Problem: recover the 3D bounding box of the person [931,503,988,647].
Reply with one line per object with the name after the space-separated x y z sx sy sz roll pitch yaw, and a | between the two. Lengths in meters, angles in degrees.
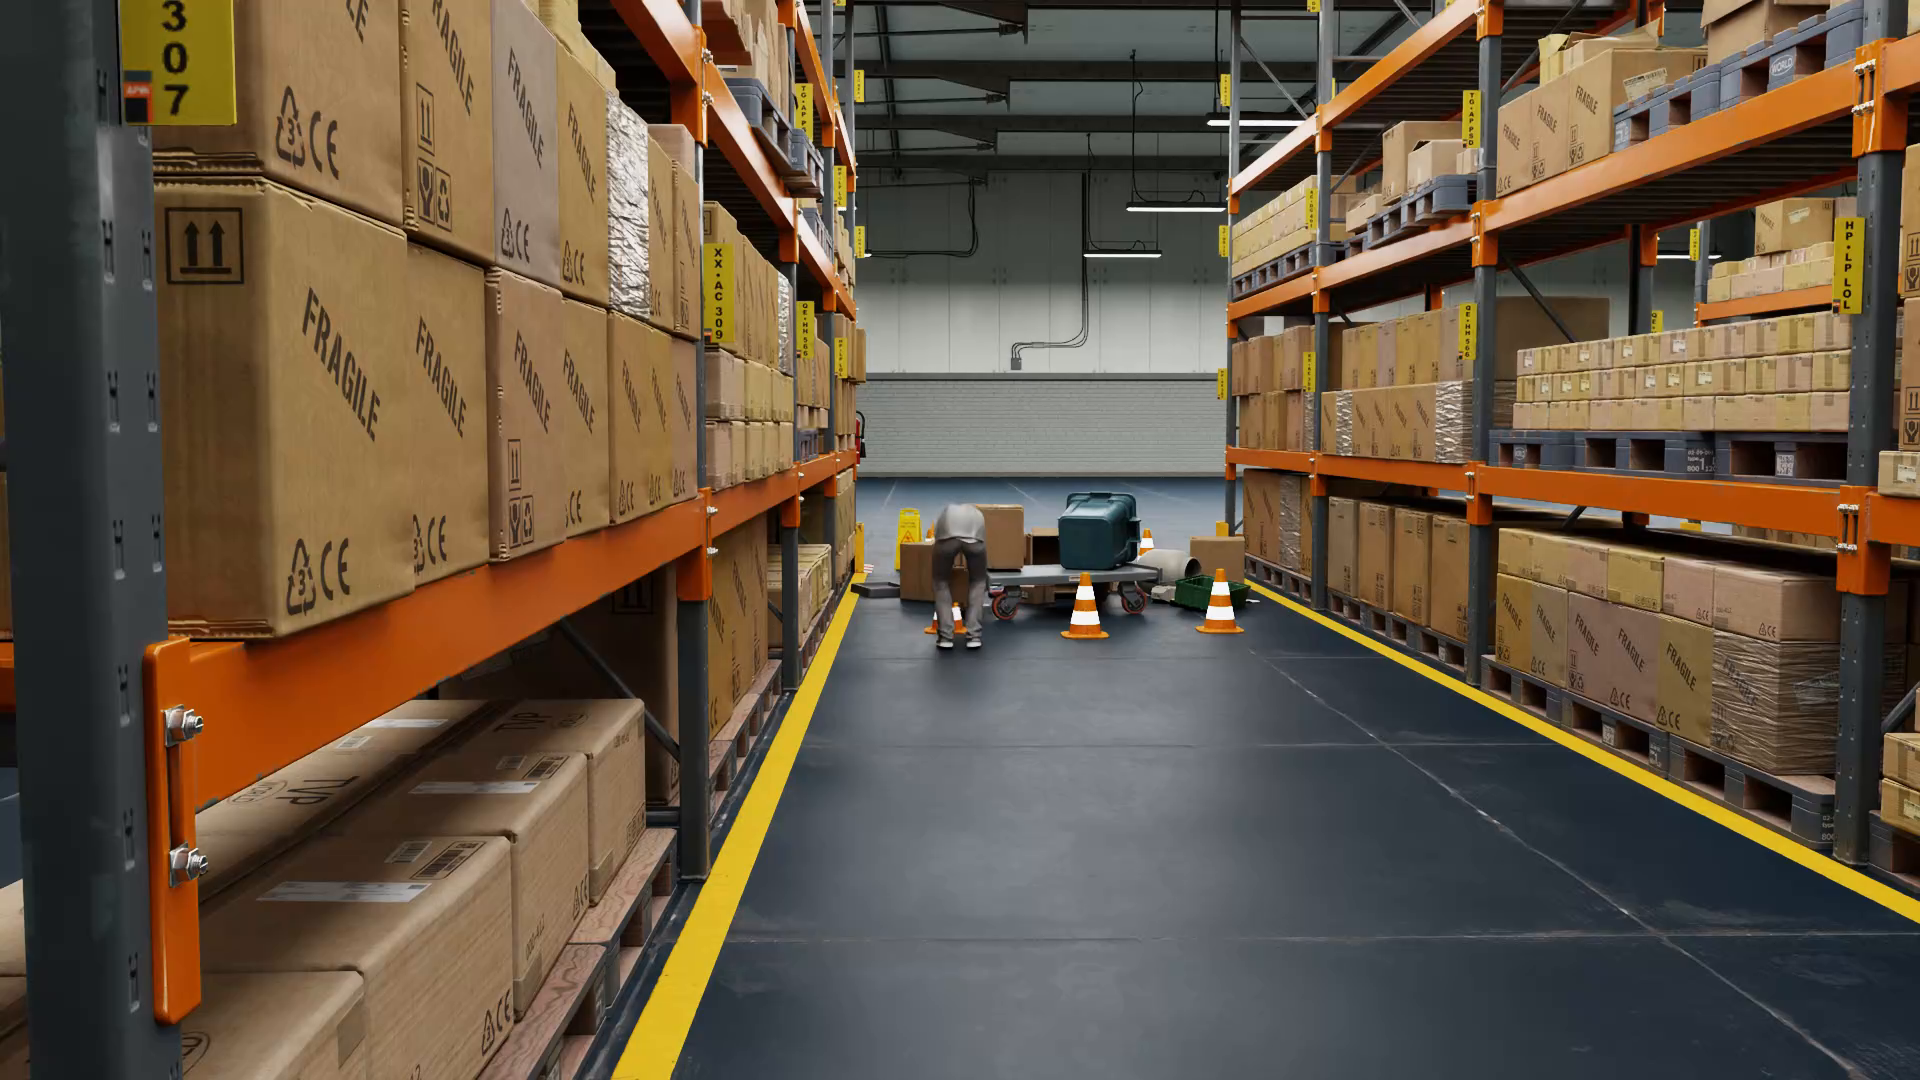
-0.012 0.236 11.646 0.389 1.001 0.870 0 4 -3 | person
